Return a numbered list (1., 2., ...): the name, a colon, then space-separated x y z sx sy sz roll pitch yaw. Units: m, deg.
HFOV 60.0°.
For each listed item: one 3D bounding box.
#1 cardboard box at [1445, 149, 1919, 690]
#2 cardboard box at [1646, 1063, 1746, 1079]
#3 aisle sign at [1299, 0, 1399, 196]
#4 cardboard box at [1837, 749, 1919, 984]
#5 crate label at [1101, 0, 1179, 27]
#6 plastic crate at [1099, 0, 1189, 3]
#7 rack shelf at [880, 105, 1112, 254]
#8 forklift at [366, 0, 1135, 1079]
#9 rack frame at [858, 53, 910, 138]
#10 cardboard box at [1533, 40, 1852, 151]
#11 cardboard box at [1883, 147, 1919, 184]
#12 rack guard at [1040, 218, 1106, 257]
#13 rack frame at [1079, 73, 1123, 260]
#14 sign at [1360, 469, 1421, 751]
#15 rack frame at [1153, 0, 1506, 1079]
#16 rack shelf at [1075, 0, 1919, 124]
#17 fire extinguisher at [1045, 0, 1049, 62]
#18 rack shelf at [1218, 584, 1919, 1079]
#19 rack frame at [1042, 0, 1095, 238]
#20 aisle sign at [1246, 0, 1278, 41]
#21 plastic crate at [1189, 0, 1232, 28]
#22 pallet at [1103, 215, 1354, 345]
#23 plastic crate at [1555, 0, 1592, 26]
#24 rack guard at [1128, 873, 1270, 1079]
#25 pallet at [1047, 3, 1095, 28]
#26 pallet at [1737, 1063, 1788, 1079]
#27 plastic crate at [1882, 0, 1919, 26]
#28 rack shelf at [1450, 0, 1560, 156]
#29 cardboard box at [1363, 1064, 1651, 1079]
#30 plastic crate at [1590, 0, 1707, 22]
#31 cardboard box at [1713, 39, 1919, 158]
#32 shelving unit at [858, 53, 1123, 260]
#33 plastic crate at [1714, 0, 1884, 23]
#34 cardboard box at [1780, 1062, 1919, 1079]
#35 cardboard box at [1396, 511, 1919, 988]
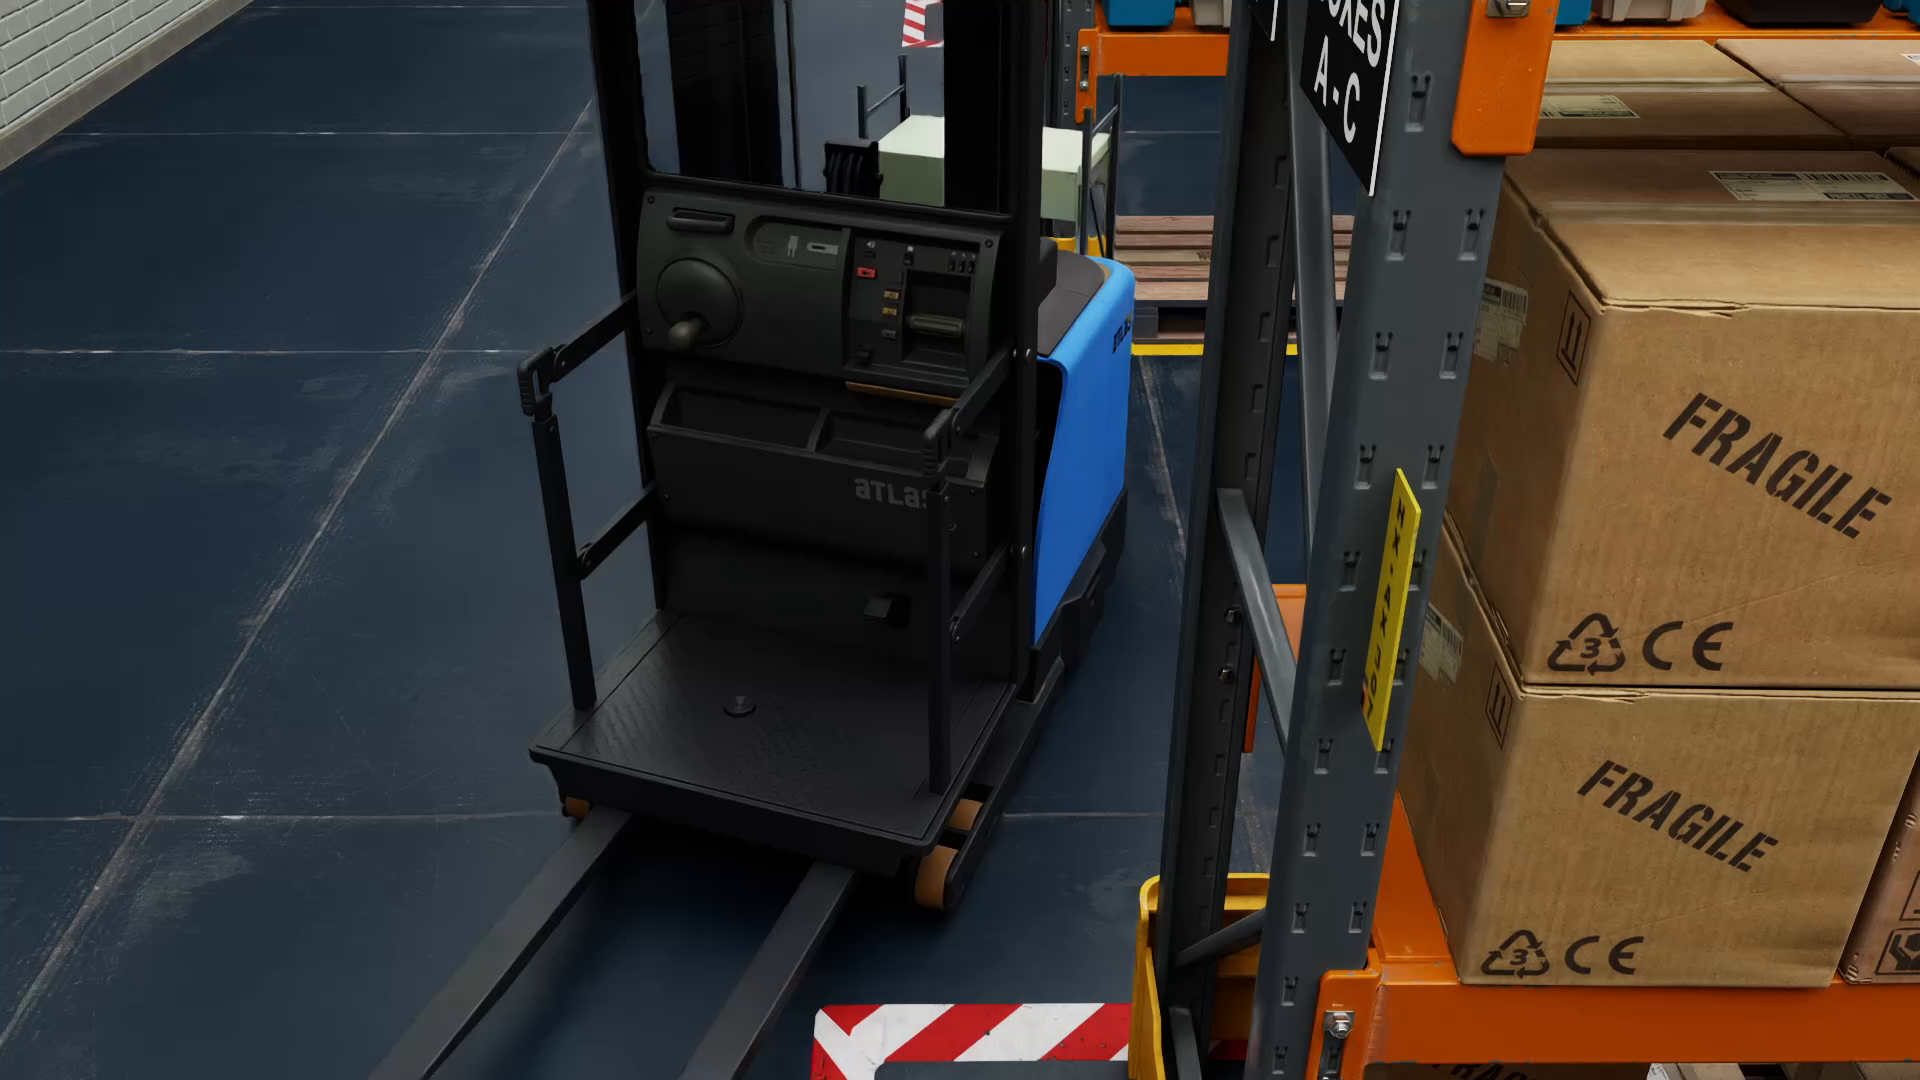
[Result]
1. cardboard box: 0.928 -0.164 2.068 0.500 0.500 0.500 1 31 1
2. cardboard box: 1.430 1.110 3.336 0.250 0.166 0.380 0 31 0
3. aisle sign: 0.416 -0.788 1.651 0.004 0.787 0.394 0 31 0
4. cardboard box: 1.443 0.259 2.335 0.500 0.500 0.500 0 31 -1
5. crate label: 0.705 -2.182 6.559 0.303 0.233 0.416 0 31 0
6. plastic crate: 0.790 -2.537 6.948 0.499 0.435 0.616 0 31 0
7. rack shelf: 0.101 -1.149 5.445 0.720 0.370 0.431 10 33 16
8. forklift: -0.425 -0.558 3.844 1.130 2.935 3.031 11 33 17
9. rack frame: -0.245 -0.877 5.750 0.023 1.500 0.400 10 33 16
10. cardboard box: 0.926 -0.443 2.529 0.500 0.500 0.500 0 31 -1
11. cardboard box: 1.450 -0.169 2.077 0.500 0.500 0.500 0 31 0
12. rack guard: 0.432 -1.323 7.448 0.348 0.500 1.175 0 31 0
13. rack frame: 0.447 -0.753 5.545 0.023 1.500 0.400 10 33 16
14. sign: 0.486 0.082 1.888 0.005 0.325 0.100 0 31 0
15. rack frame: 0.482 0.171 2.576 0.127 3.000 1.000 0 31 0
16. rack shelf: 2.456 -2.097 7.008 4.000 0.370 1.077 0 31 0
17. fire extinguisher: 0.303 -2.441 7.316 0.183 0.674 0.296 0 31 0
18. rack shelf: 2.482 0.472 2.773 4.000 0.370 1.077 0 31 0
19. rack frame: 0.456 -2.398 6.811 0.127 3.000 1.000 0 31 0
20. aisle sign: 0.412 -1.099 2.164 0.004 0.787 0.394 0 31 0
21. plastic crate: 1.026 -2.099 6.515 0.298 0.136 0.250 0 31 0
22. pallet: 1.281 -1.189 7.506 1.213 0.211 1.003 0 31 0
23. plastic crate: 2.322 -2.188 6.567 0.300 0.233 0.416 0 31 0
24. rack guard: 0.558 1.239 3.225 0.348 0.500 1.175 0 31 0
25. pallet: 1.225 -3.818 11.840 1.213 0.211 1.003 0 31 0
26. pallet: 1.356 1.360 3.305 1.213 0.211 1.003 0 31 0
27. plastic crate: 3.991 -2.251 6.527 0.575 0.384 0.392 0 31 0
28. rack shelf: 2.482 -0.810 1.995 4.000 0.370 1.077 0 31 0
29. cardboard box: 1.025 0.922 3.324 0.500 0.500 0.500 0 31 0
30. plastic crate: 2.717 -2.162 6.619 0.466 0.136 0.293 0 31 0
31. cardboard box: 1.431 -0.445 2.532 0.500 0.500 0.500 1 31 1
32. shelving unit: 0.101 -0.815 5.647 0.755 1.500 0.431 10 33 16
33. plastic crate: 3.338 -2.176 6.652 0.590 0.125 0.437 0 31 0
34. cardboard box: 1.975 1.042 3.368 0.500 0.250 0.500 0 31 0
35. cardboard box: 0.928 0.264 2.327 0.500 0.500 0.500 0 31 1
